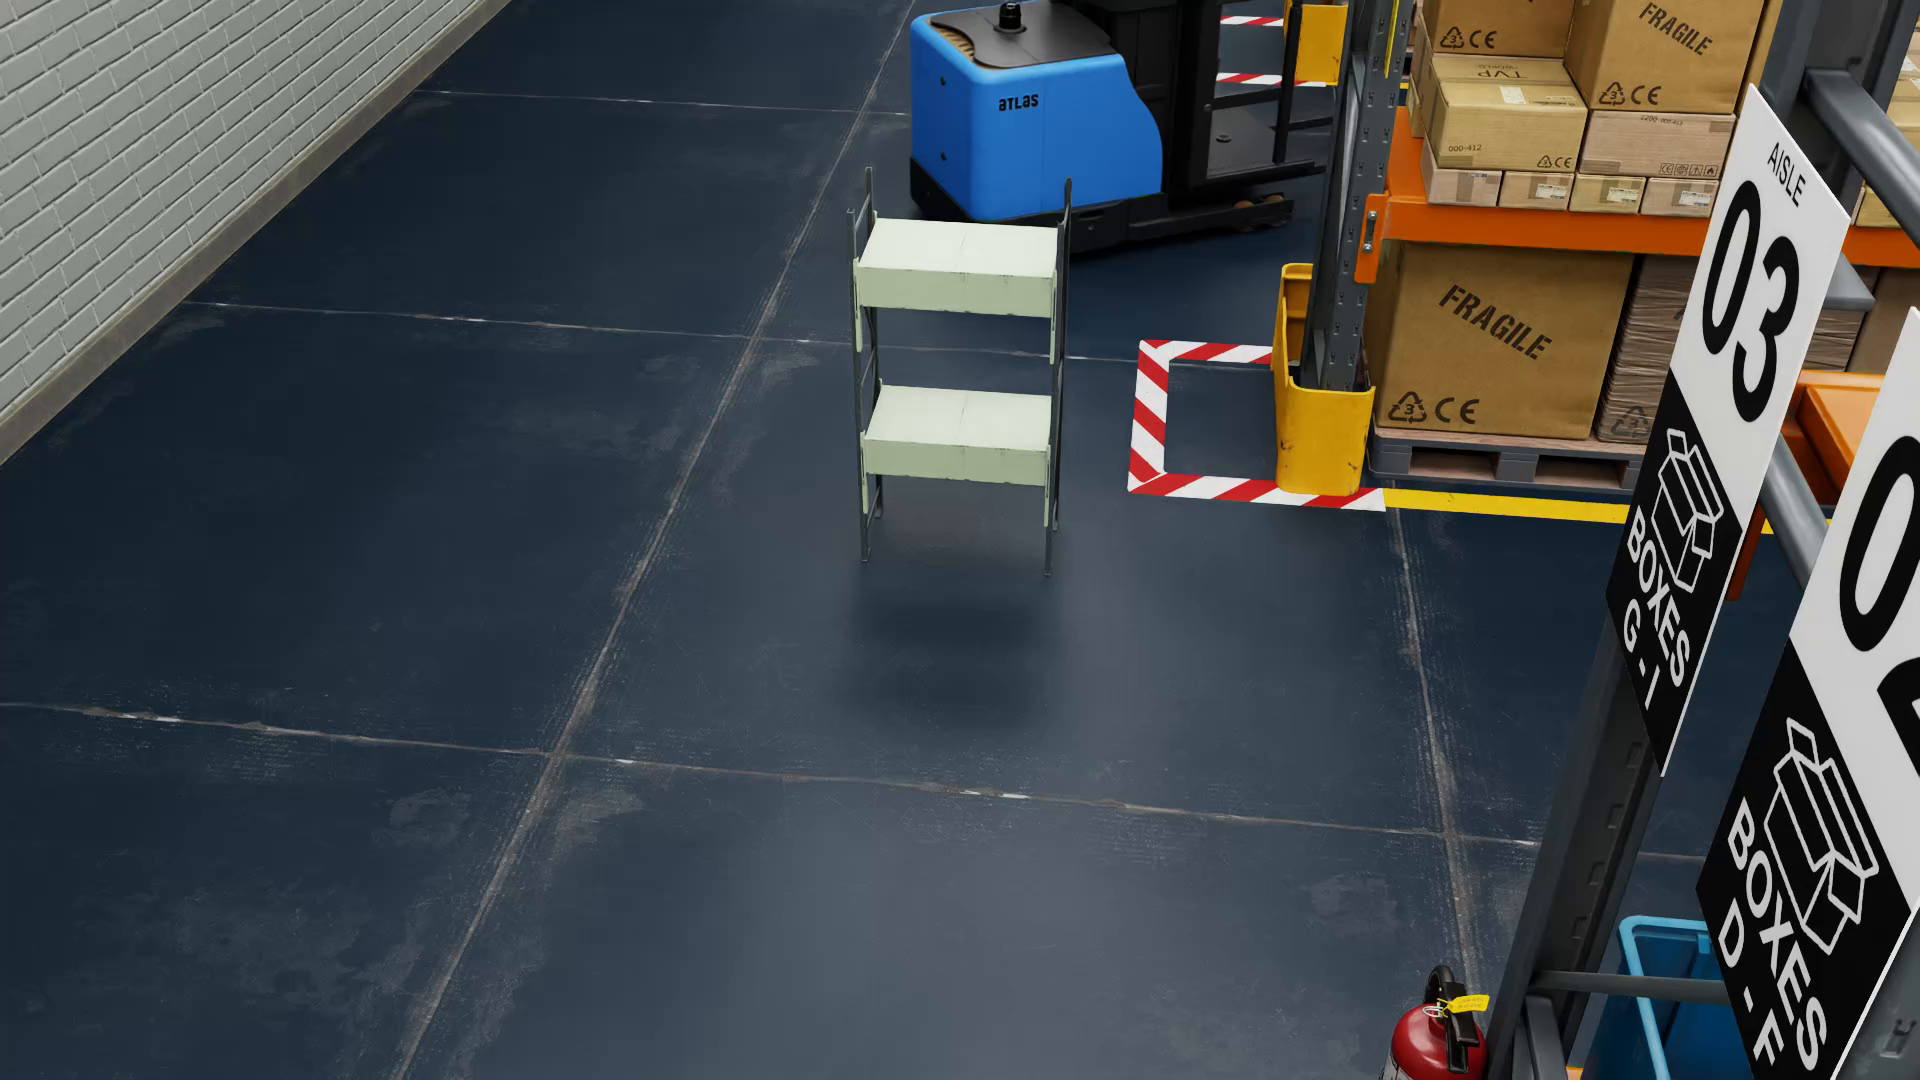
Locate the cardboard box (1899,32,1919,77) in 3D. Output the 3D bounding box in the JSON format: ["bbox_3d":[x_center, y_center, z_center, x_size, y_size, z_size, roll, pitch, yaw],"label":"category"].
[{"bbox_3d":[3.648,-1.812,6.579,0.500,0.250,0.500,4,36,6],"label":"cardboard box"}]

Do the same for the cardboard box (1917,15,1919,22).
[{"bbox_3d":[5.921,-3.429,10.554,0.250,0.149,0.380,5,36,7],"label":"cardboard box"}]

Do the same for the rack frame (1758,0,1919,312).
[{"bbox_3d":[0.977,-1.334,0.873,0.127,3.000,1.000,4,36,6],"label":"rack frame"}]

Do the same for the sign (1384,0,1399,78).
[{"bbox_3d":[1.531,-1.811,5.892,0.005,0.325,0.100,4,36,6],"label":"sign"}]

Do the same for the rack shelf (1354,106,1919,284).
[{"bbox_3d":[3.592,-1.305,6.616,4.000,0.370,1.077,4,36,6],"label":"rack shelf"}]

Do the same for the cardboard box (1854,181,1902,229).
[{"bbox_3d":[3.444,-1.314,6.226,0.250,0.149,0.380,3,36,5],"label":"cardboard box"}]

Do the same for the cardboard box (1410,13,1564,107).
[{"bbox_3d":[2.123,-1.923,6.735,0.500,0.250,0.500,4,36,5],"label":"cardboard box"}]

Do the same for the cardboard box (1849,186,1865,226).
[{"bbox_3d":[3.194,-1.334,6.253,0.250,0.149,0.380,4,36,5],"label":"cardboard box"}]

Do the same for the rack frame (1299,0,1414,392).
[{"bbox_3d":[1.608,-1.746,6.614,0.127,3.000,1.000,4,36,6],"label":"rack frame"}]

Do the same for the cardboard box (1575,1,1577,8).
[{"bbox_3d":[3.869,-3.574,10.757,0.250,0.149,0.380,6,36,8],"label":"cardboard box"}]

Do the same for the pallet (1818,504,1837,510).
[{"bbox_3d":[3.618,-0.505,7.276,1.213,0.211,1.003,4,36,6],"label":"pallet"}]

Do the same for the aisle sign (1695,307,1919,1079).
[{"bbox_3d":[0.868,0.216,1.628,0.004,0.787,0.394,4,36,6],"label":"aisle sign"}]

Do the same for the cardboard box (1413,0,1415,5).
[{"bbox_3d":[2.816,-3.615,10.813,0.250,0.149,0.380,3,36,4],"label":"cardboard box"}]

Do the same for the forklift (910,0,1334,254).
[{"bbox_3d":[1.292,-3.150,8.641,3.031,2.935,1.130,-13,38,-18],"label":"forklift"}]

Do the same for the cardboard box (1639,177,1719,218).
[{"bbox_3d":[2.686,-1.372,6.306,0.250,0.149,0.380,4,36,5],"label":"cardboard box"}]

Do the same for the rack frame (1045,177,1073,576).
[{"bbox_3d":[0.370,-0.583,6.276,0.023,1.500,0.400,4,36,6],"label":"rack frame"}]

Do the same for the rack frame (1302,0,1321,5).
[{"bbox_3d":[2.340,-4.596,10.608,0.127,3.000,1.000,4,36,6],"label":"rack frame"}]

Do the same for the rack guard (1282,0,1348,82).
[{"bbox_3d":[2.415,-3.573,11.326,0.348,0.500,1.175,4,36,6],"label":"rack guard"}]

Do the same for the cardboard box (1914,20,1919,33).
[{"bbox_3d":[5.955,-3.272,10.589,0.250,0.149,0.380,5,36,7],"label":"cardboard box"}]

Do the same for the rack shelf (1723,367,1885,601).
[{"bbox_3d":[2.961,0.328,1.746,4.000,0.370,1.077,4,36,6],"label":"rack shelf"}]

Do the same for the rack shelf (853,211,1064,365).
[{"bbox_3d":[0.007,-0.928,6.087,0.720,0.370,0.431,4,36,6],"label":"rack shelf"}]

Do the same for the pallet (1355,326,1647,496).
[{"bbox_3d":[2.411,-0.597,7.405,1.213,0.211,1.003,4,36,6],"label":"pallet"}]

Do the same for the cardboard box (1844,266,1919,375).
[{"bbox_3d":[4.038,-0.918,6.921,0.875,0.875,0.875,4,36,6],"label":"cardboard box"}]

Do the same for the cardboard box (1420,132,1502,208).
[{"bbox_3d":[1.918,-1.427,6.384,0.250,0.149,0.380,5,36,6],"label":"cardboard box"}]

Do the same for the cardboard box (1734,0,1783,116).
[{"bbox_3d":[3.060,-1.848,5.985,0.500,0.500,0.500,3,36,5],"label":"cardboard box"}]

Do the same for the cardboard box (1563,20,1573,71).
[{"bbox_3d":[2.626,-1.885,6.682,0.500,0.250,0.500,4,36,5],"label":"cardboard box"}]

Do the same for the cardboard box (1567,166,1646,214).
[{"bbox_3d":[2.427,-1.390,6.332,0.250,0.149,0.380,3,36,5],"label":"cardboard box"}]

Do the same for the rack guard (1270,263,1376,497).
[{"bbox_3d":[1.584,-0.730,7.343,0.348,0.500,1.175,4,36,6],"label":"rack guard"}]

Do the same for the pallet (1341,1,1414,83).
[{"bbox_3d":[3.217,-3.375,11.298,1.213,0.211,1.003,4,36,6],"label":"pallet"}]

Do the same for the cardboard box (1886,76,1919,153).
[{"bbox_3d":[3.582,-1.505,6.150,0.500,0.250,0.500,4,36,5],"label":"cardboard box"}]

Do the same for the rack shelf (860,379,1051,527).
[{"bbox_3d":[0.007,-0.345,6.503,0.720,0.370,0.431,4,36,6],"label":"rack shelf"}]

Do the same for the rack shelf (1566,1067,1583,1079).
[{"bbox_3d":[2.961,1.549,2.617,4.000,0.370,1.077,4,36,6],"label":"rack shelf"}]

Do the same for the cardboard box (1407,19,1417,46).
[{"bbox_3d":[3.089,-3.412,11.041,0.250,0.149,0.380,4,36,6],"label":"cardboard box"}]

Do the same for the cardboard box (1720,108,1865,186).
[{"bbox_3d":[3.064,-1.541,6.200,0.500,0.250,0.500,3,36,4],"label":"cardboard box"}]

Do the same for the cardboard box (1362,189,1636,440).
[{"bbox_3d":[2.253,-1.051,7.108,0.875,0.875,0.875,4,36,6],"label":"cardboard box"}]

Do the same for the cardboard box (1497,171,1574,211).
[{"bbox_3d":[2.173,-1.409,6.359,0.250,0.149,0.380,4,36,5],"label":"cardboard box"}]

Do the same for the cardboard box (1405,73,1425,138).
[{"bbox_3d":[2.003,-1.807,6.916,0.250,0.149,0.380,5,36,7],"label":"cardboard box"}]

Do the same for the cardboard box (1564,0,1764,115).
[{"bbox_3d":[2.546,-1.883,6.034,0.500,0.500,0.500,3,36,5],"label":"cardboard box"}]

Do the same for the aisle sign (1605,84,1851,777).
[{"bbox_3d":[0.943,-0.124,2.104,0.004,0.787,0.394,4,36,6],"label":"aisle sign"}]

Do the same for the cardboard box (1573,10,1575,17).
[{"bbox_3d":[3.861,-3.475,10.873,0.250,0.149,0.380,3,36,4],"label":"cardboard box"}]

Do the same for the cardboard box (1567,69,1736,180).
[{"bbox_3d":[2.566,-1.580,6.255,0.500,0.250,0.500,4,36,5],"label":"cardboard box"}]

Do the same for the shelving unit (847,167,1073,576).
[{"bbox_3d":[0.007,-0.610,6.314,0.755,1.500,0.431,4,36,6],"label":"shelving unit"}]

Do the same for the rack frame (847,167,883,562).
[{"bbox_3d":[-0.356,-0.637,6.352,0.023,1.500,0.400,4,36,6],"label":"rack frame"}]

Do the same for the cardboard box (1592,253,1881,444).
[{"bbox_3d":[3.156,-0.984,7.013,0.875,0.875,0.875,4,36,6],"label":"cardboard box"}]

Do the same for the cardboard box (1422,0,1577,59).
[{"bbox_3d":[2.125,-2.227,6.515,0.500,0.500,0.500,5,36,7],"label":"cardboard box"}]

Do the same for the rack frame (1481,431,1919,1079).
[{"bbox_3d":[0.977,1.108,2.616,0.127,3.000,1.000,4,36,6],"label":"rack frame"}]

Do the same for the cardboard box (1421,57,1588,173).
[{"bbox_3d":[2.050,-1.615,6.304,0.500,0.250,0.500,3,36,5],"label":"cardboard box"}]

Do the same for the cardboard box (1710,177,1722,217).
[{"bbox_3d":[2.938,-1.352,6.279,0.250,0.149,0.380,4,36,5],"label":"cardboard box"}]

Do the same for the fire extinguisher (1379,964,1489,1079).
[{"bbox_3d":[0.885,1.018,3.129,0.183,0.674,0.296,4,36,6],"label":"fire extinguisher"}]

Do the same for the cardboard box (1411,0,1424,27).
[{"bbox_3d":[3.091,-3.489,10.892,0.250,0.149,0.380,4,36,6],"label":"cardboard box"}]

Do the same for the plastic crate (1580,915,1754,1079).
[{"bbox_3d":[1.333,0.986,2.704,0.499,0.435,0.616,4,36,6],"label":"plastic crate"}]
